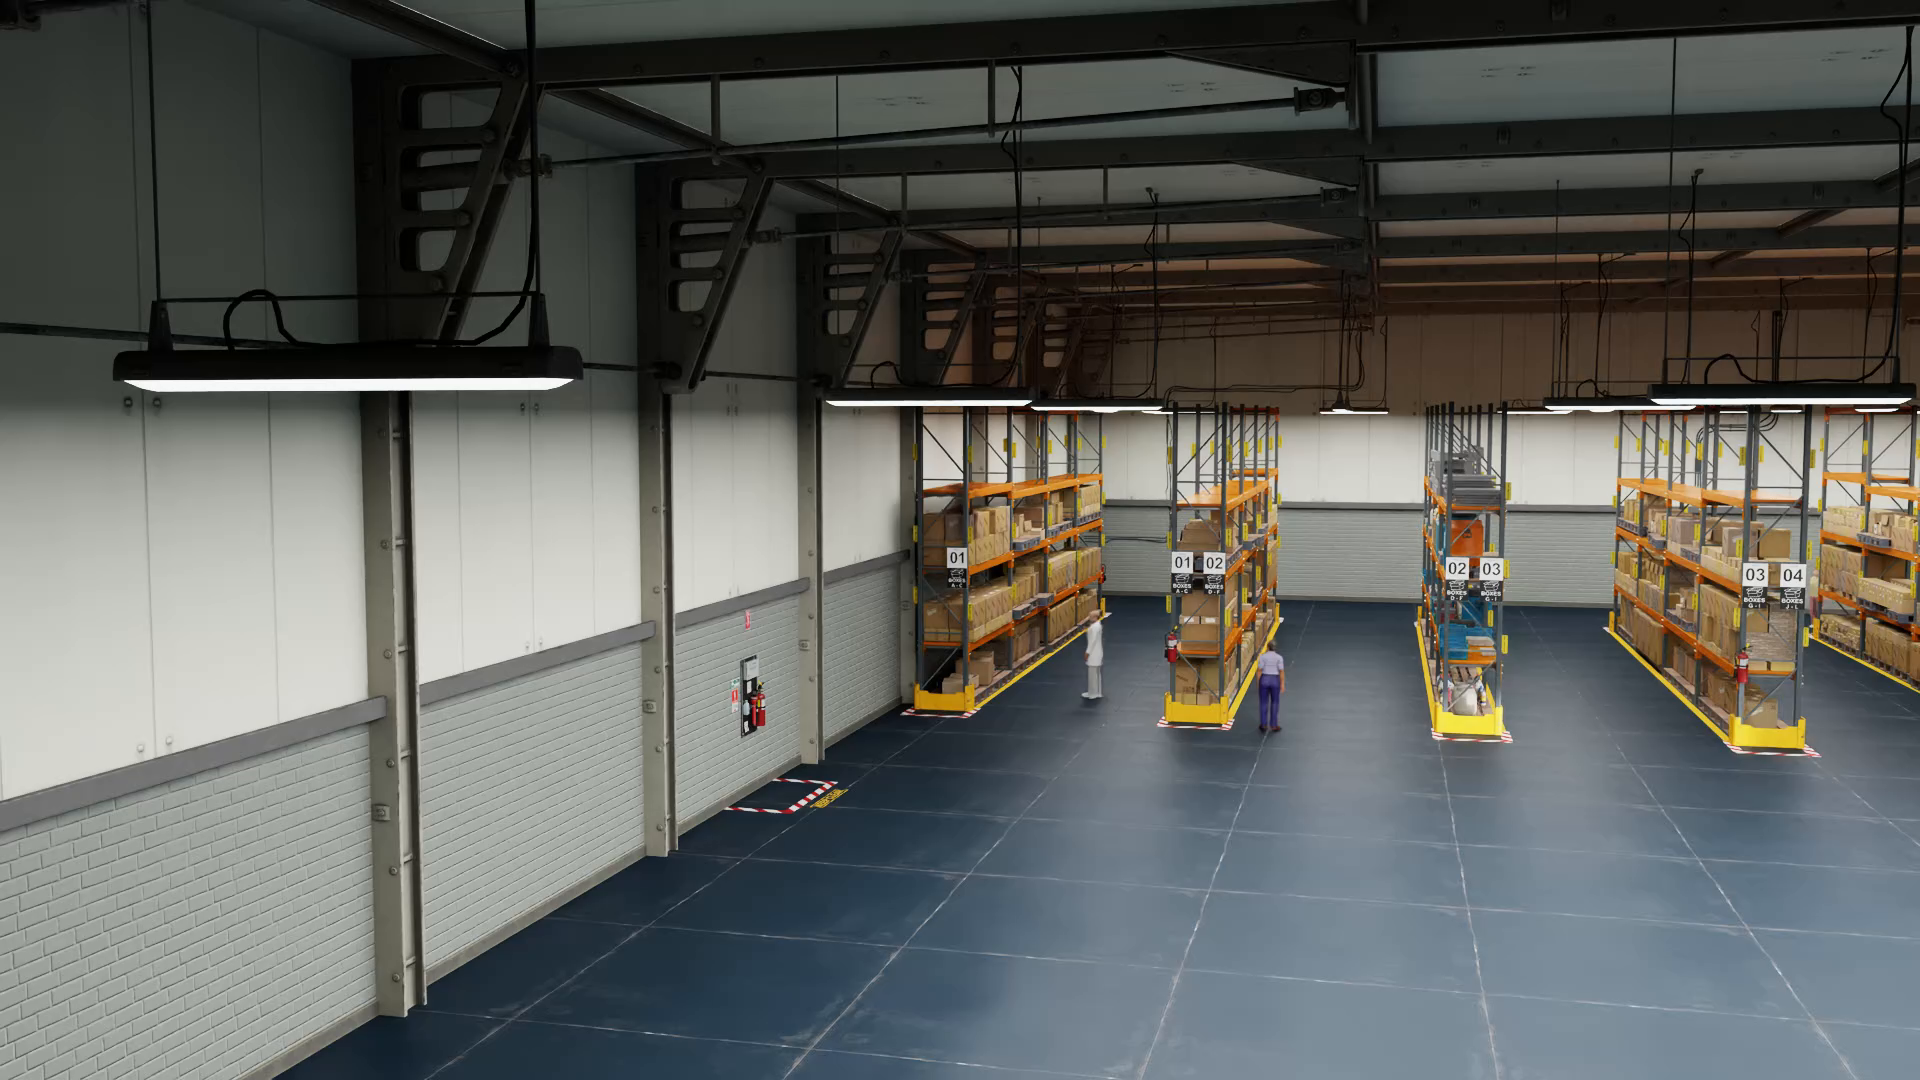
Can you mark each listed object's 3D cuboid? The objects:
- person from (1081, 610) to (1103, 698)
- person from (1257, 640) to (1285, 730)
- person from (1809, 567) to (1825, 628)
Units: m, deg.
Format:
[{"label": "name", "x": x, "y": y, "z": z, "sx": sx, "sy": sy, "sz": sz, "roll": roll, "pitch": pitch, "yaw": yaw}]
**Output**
[{"label": "person", "x": 2.685, "y": 2.325, "z": 33.852, "sx": 0.425, "sy": 1.792, "sz": 0.598, "roll": 1, "pitch": 4, "yaw": 16}, {"label": "person", "x": 5.696, "y": 2.650, "z": 30.458, "sx": 0.497, "sy": 1.655, "sz": 0.382, "roll": 1, "pitch": 4, "yaw": 16}, {"label": "person", "x": 23.199, "y": 1.549, "z": 45.025, "sx": 0.508, "sy": 1.661, "sz": 0.453, "roll": -2, "pitch": 5, "yaw": -28}]
